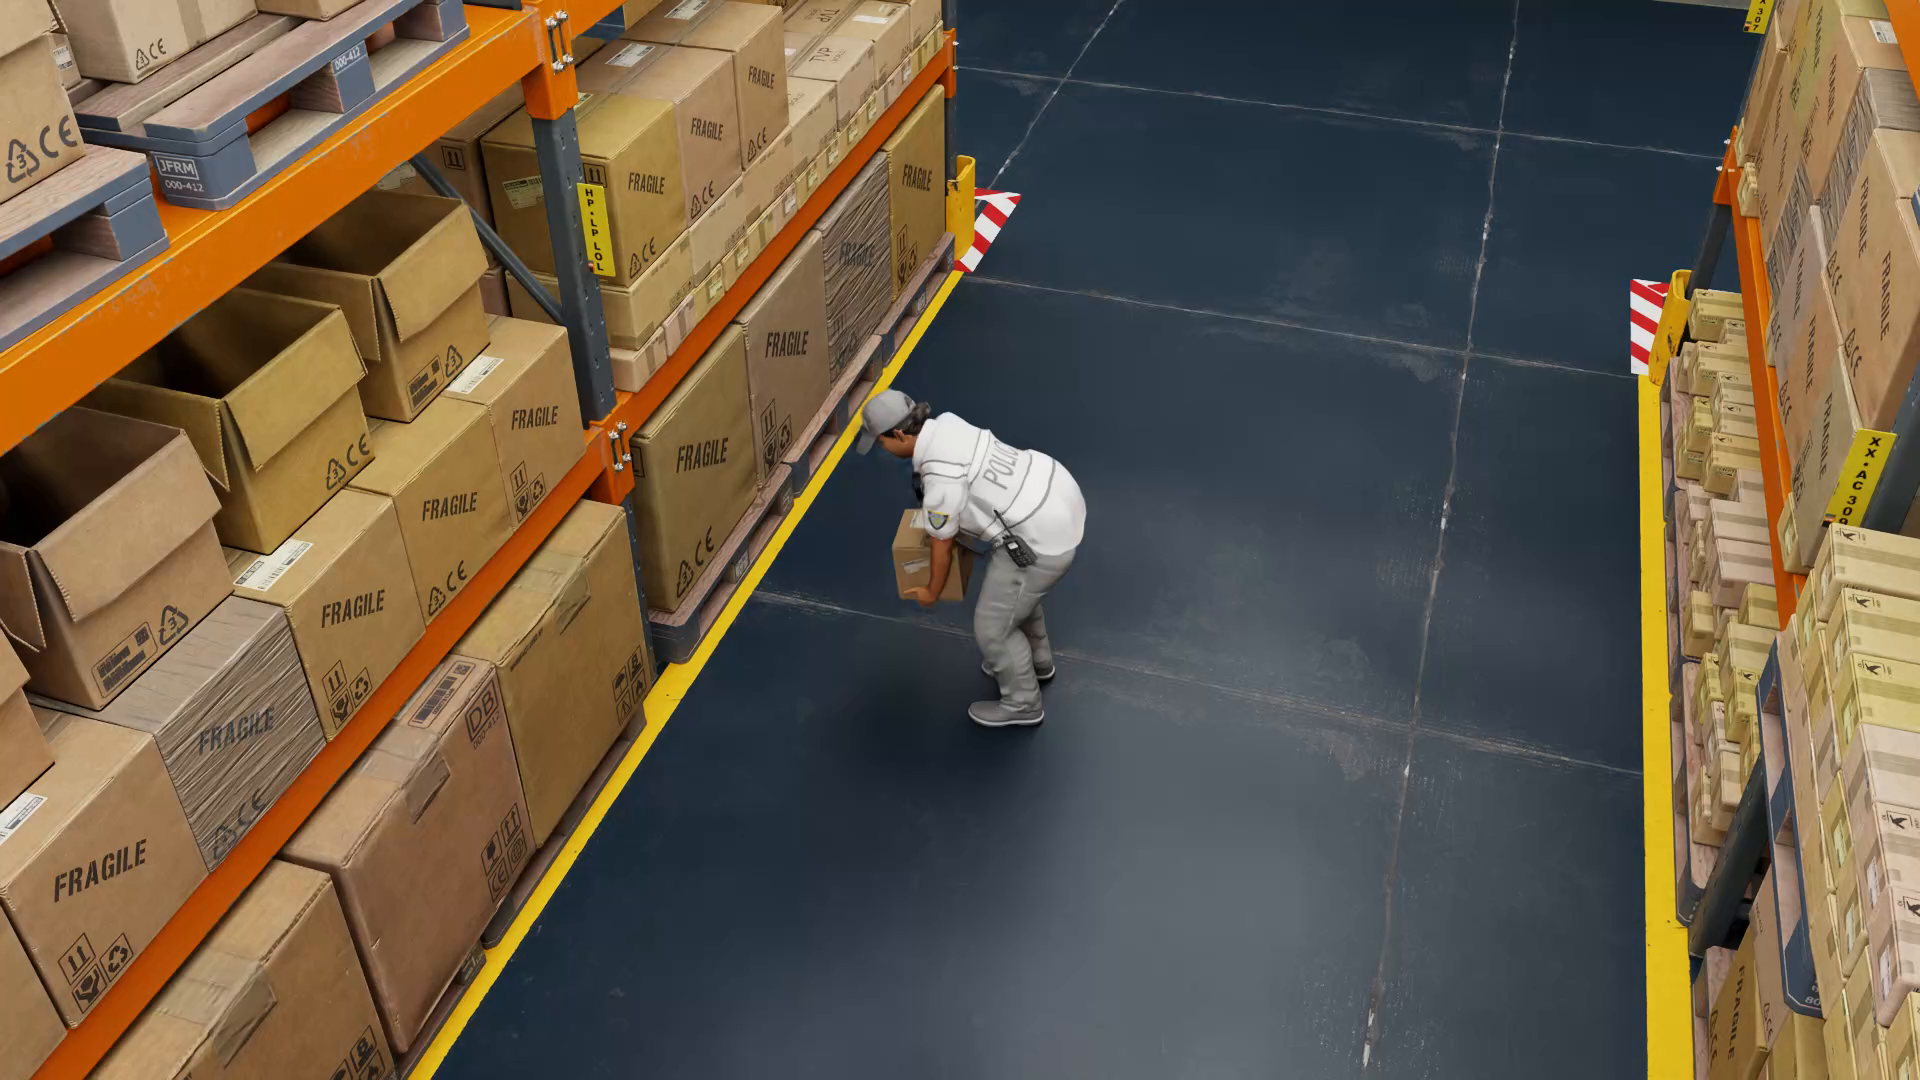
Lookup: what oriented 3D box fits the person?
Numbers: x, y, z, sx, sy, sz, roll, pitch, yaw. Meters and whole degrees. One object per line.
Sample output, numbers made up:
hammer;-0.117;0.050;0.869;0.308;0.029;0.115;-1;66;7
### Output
person;0.044;0.057;6.308;0.848;1.390;0.457;6;38;8
